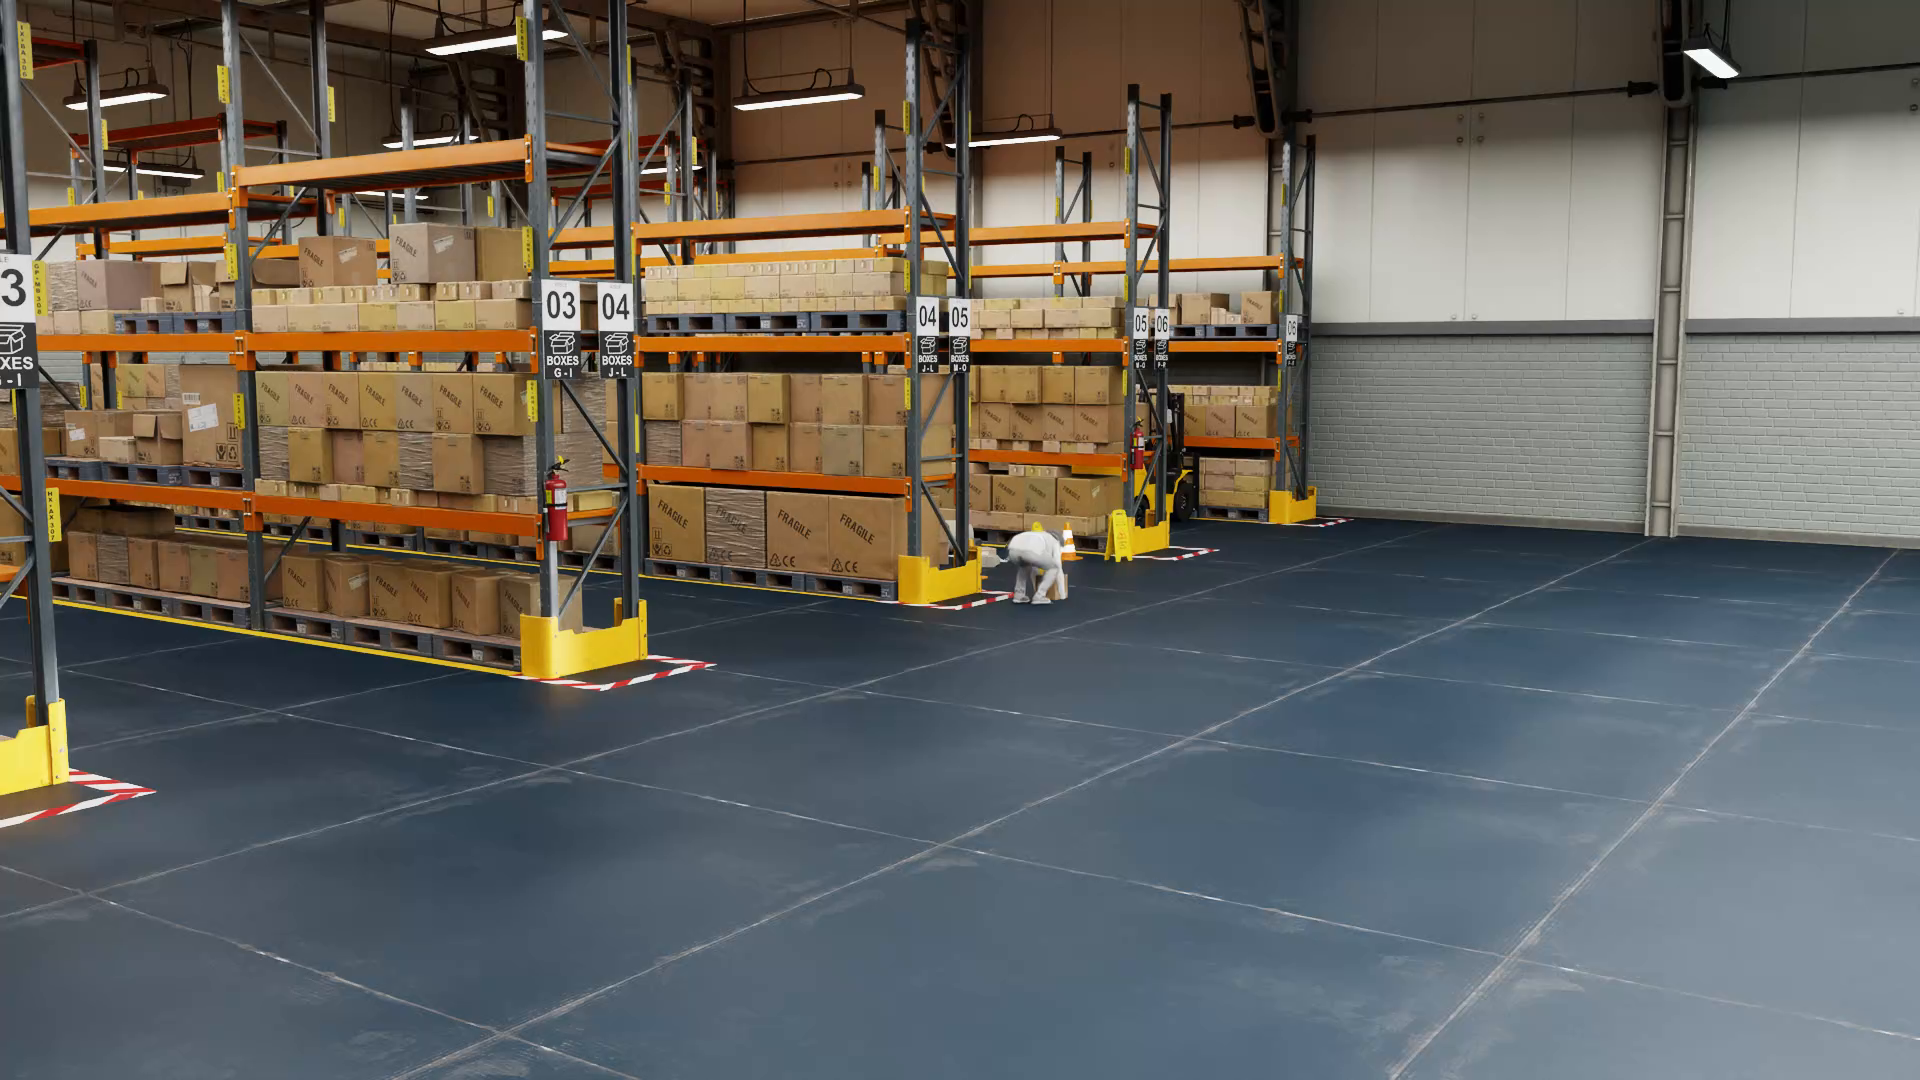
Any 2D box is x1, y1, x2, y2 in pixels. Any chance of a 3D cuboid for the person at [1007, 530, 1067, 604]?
[{"bbox_3d":[0.834,0.284,17.606,0.461,0.773,0.912,4,8,32],"label":"person"}]
